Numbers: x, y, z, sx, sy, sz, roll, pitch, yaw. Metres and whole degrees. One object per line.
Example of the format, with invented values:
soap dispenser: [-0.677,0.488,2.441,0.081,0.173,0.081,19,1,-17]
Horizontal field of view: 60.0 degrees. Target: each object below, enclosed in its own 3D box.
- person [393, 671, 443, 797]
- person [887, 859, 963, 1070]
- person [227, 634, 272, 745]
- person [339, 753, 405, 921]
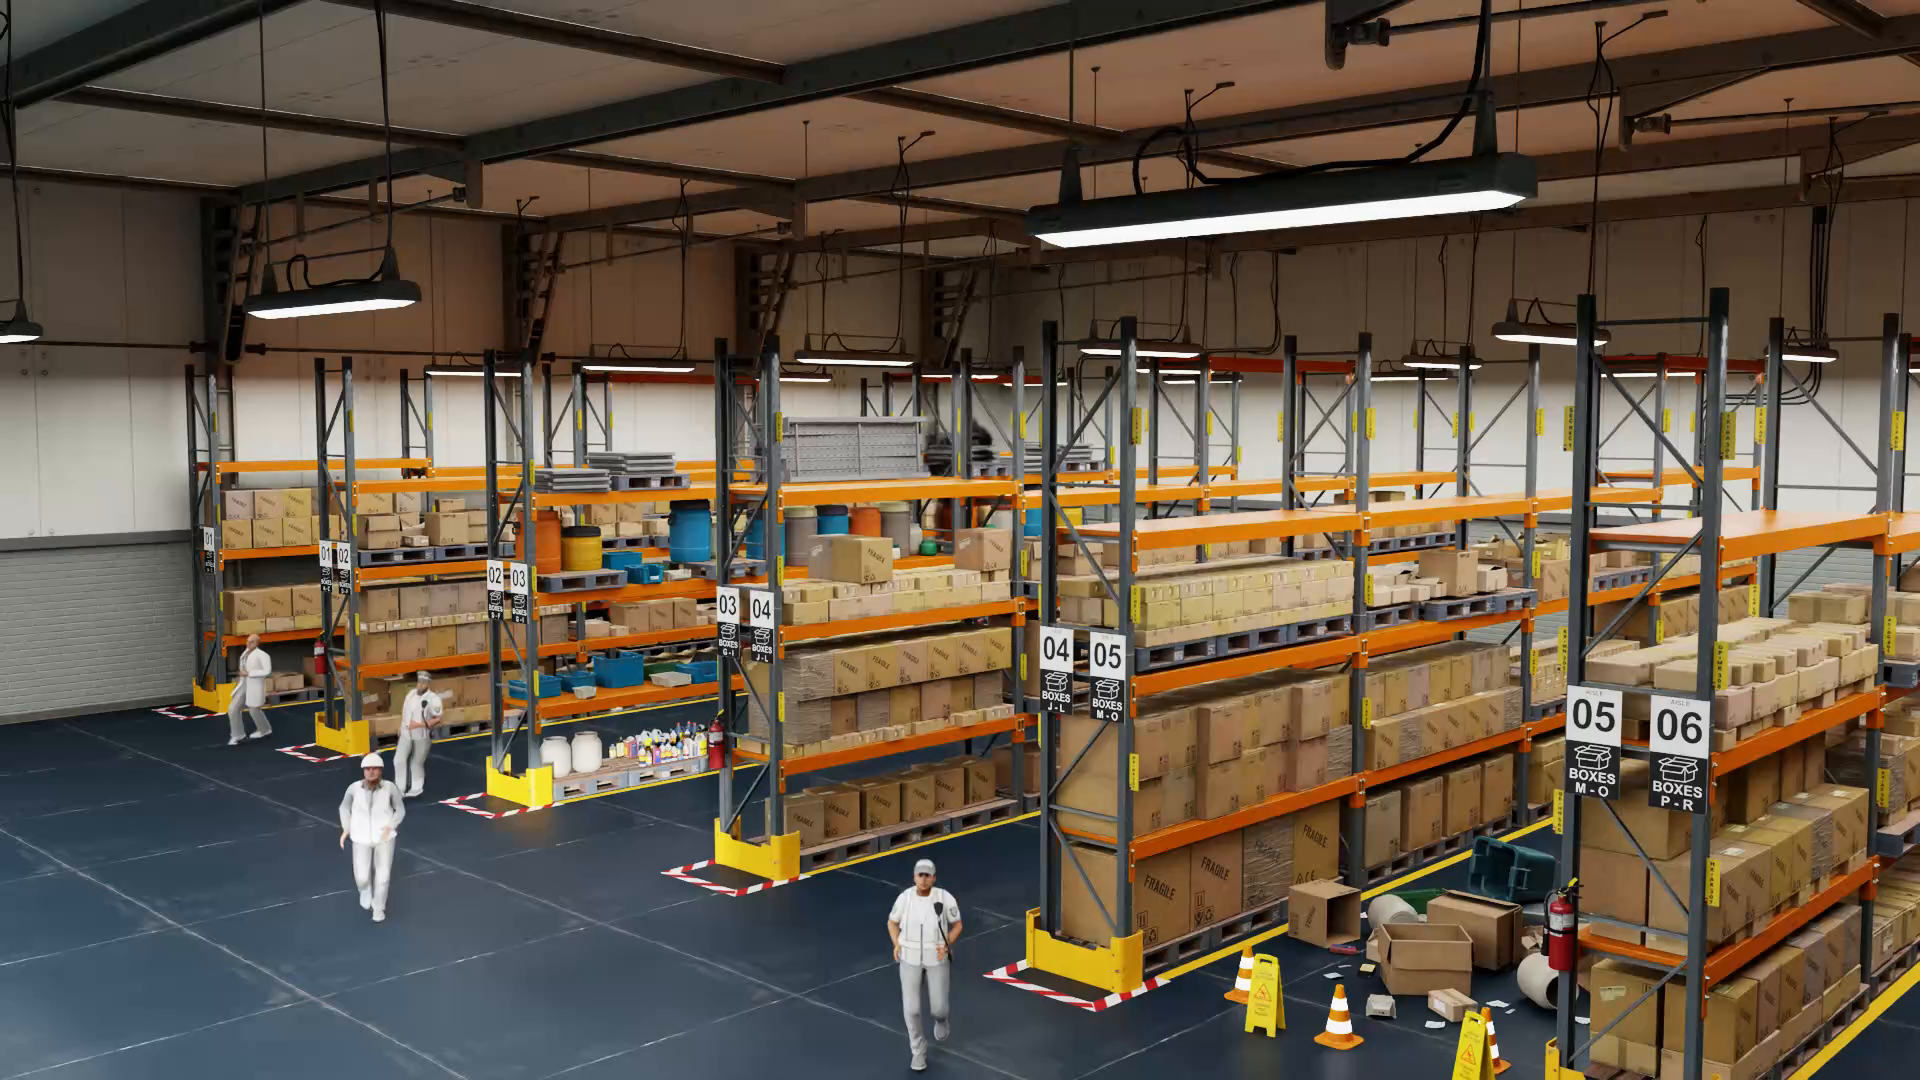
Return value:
person: [-7.179,2.601,22.038,0.660,1.756,0.686,0,4,4]
person: [-0.287,3.341,13.264,0.609,1.618,0.609,0,4,5]
person: [-10.965,2.445,25.988,0.749,1.617,0.756,2,5,26]
person: [-5.947,3.016,16.823,0.646,1.724,0.610,-1,5,-15]
